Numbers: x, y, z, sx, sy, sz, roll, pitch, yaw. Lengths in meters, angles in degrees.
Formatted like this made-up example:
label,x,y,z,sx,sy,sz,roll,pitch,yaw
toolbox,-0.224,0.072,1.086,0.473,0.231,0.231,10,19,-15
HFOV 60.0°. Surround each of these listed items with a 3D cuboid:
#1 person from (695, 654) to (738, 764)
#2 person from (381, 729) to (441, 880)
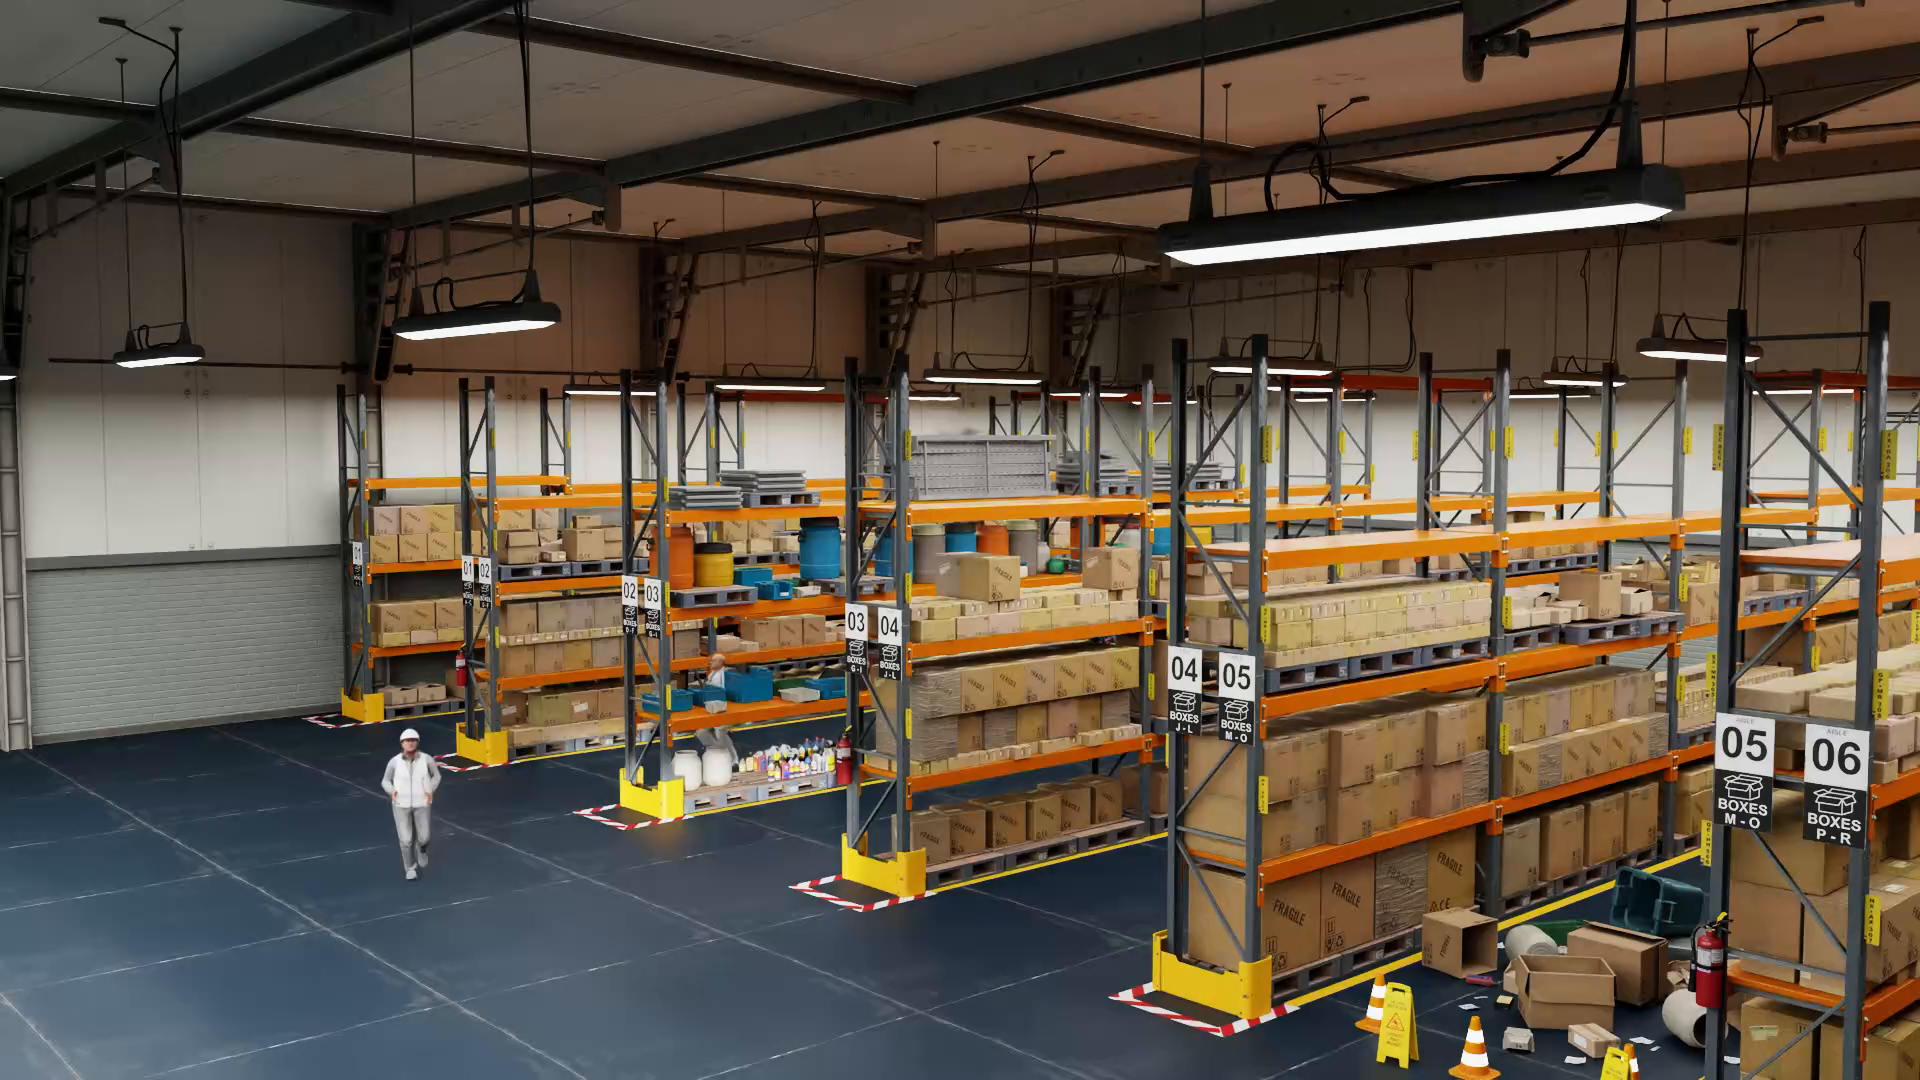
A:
label,x,y,z,sx,sy,sz,roll,pitch,yaw
person,-3.705,2.614,25.358,0.724,1.765,0.684,-3,5,-39
person,-6.324,3.041,19.183,0.655,1.722,0.604,-1,4,-19
